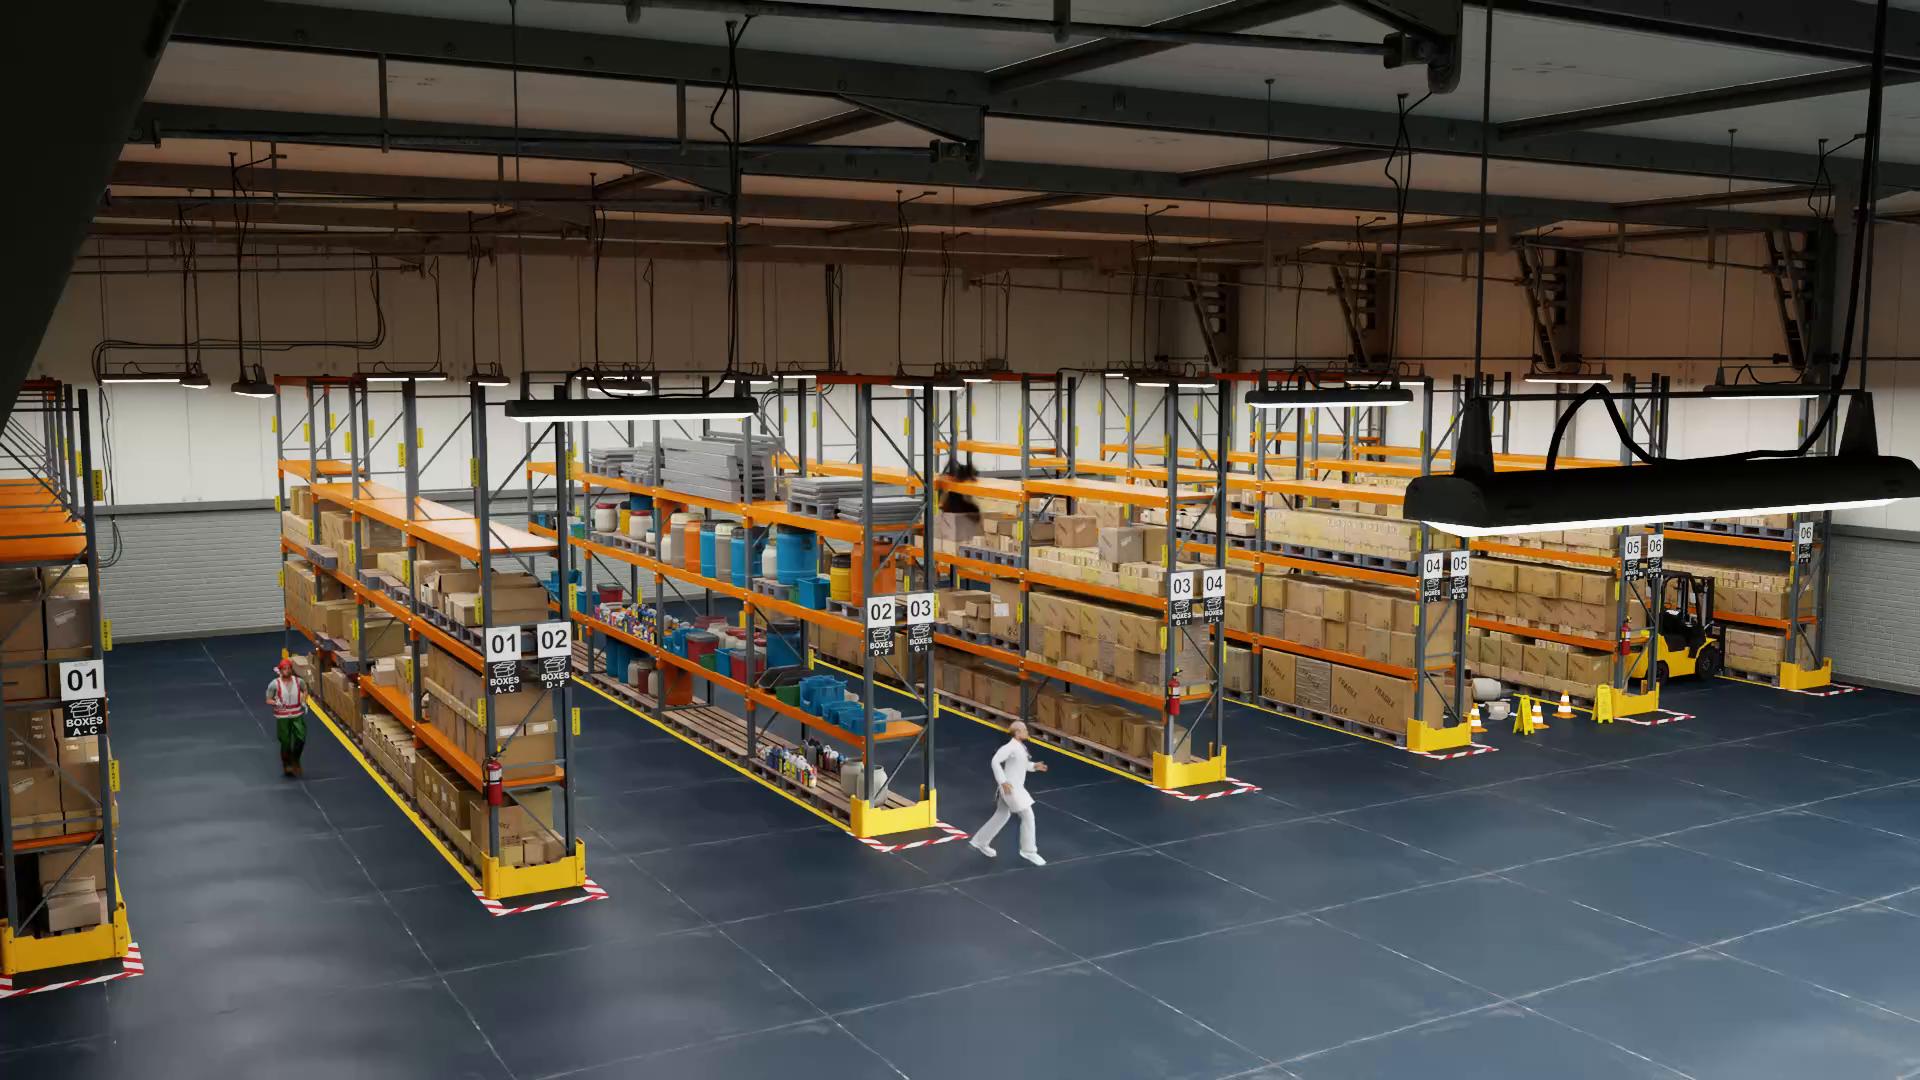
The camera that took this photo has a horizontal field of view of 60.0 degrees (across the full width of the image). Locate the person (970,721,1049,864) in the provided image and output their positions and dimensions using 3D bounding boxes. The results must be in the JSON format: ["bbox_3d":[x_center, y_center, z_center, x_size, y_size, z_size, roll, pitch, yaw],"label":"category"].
[{"bbox_3d":[0.617,3.174,20.908,0.996,1.824,0.638,0,6,0],"label":"person"}]

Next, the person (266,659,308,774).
[{"bbox_3d":[-10.143,2.695,25.189,0.636,1.772,0.626,-4,7,-32],"label":"person"}]

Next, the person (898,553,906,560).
[{"bbox_3d":[-1.440,1.131,40.269,0.593,1.640,0.749,0,6,-4],"label":"person"}]
